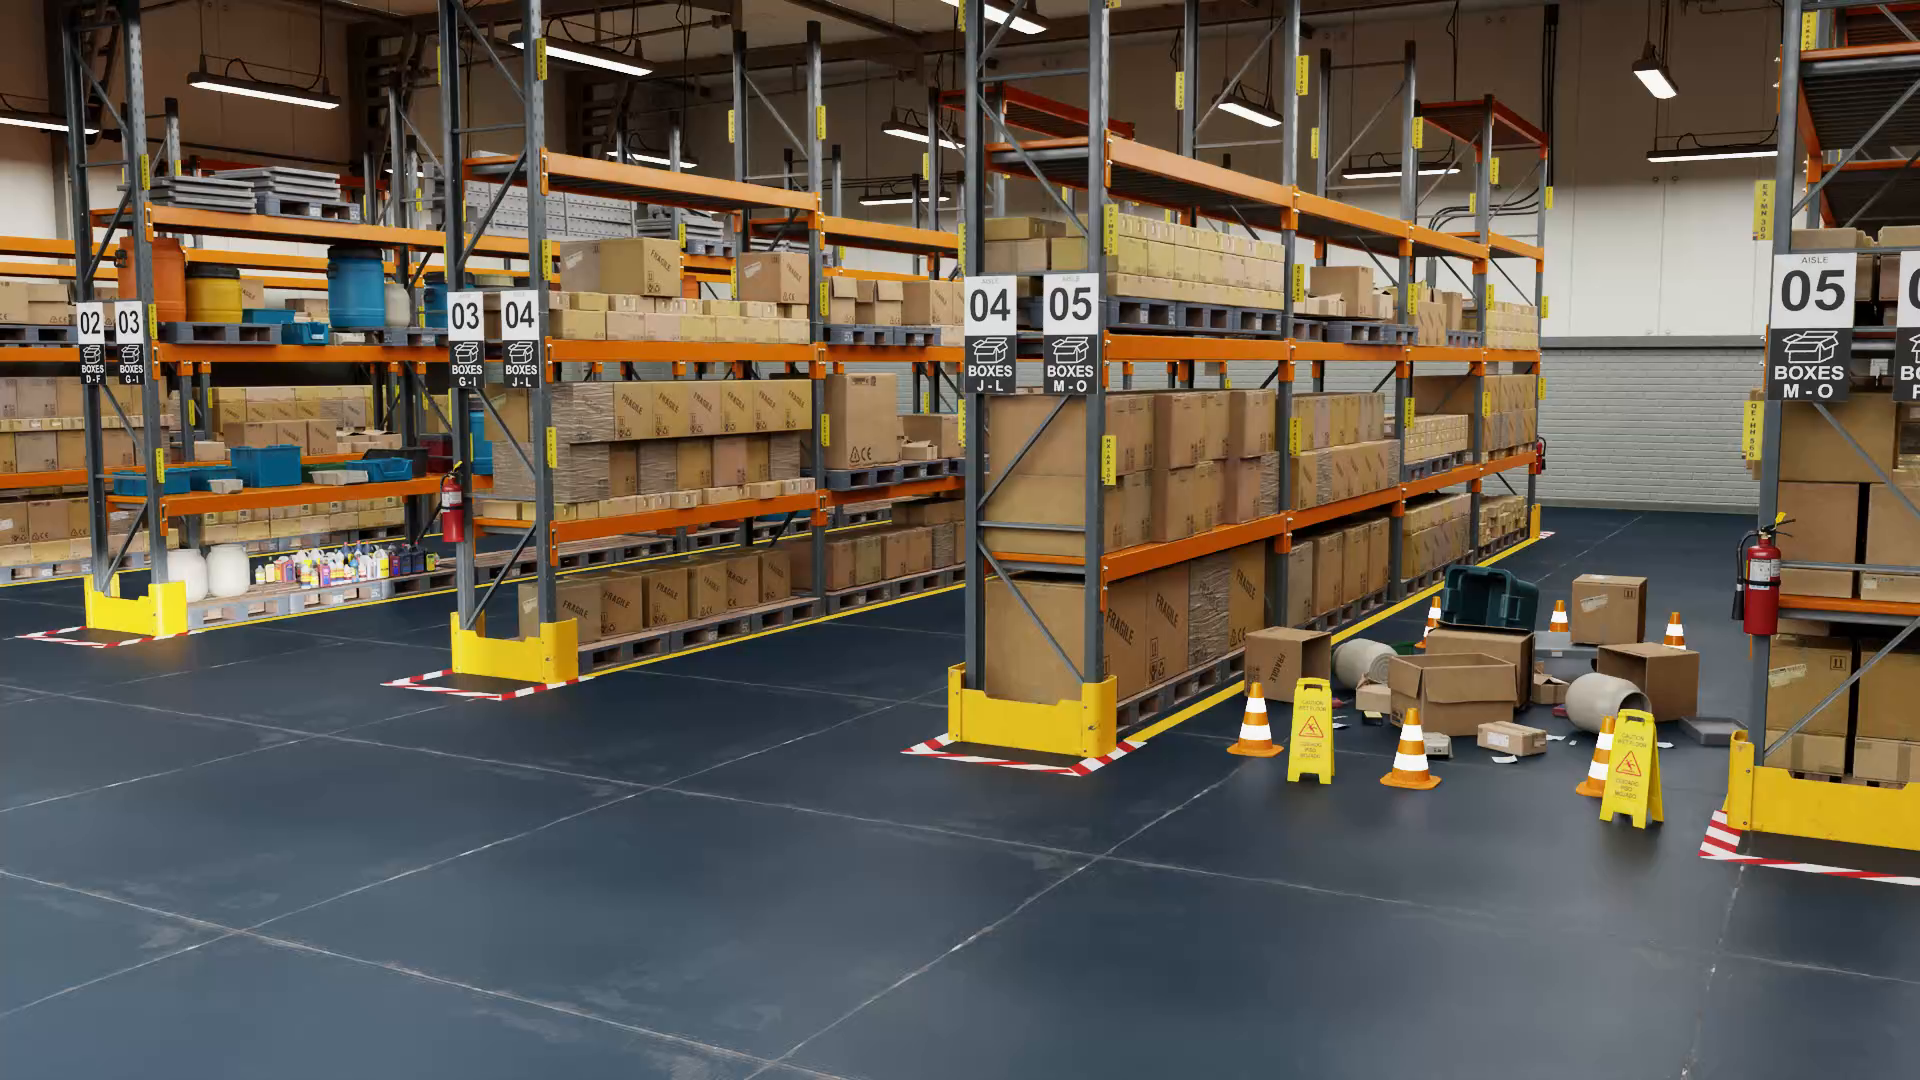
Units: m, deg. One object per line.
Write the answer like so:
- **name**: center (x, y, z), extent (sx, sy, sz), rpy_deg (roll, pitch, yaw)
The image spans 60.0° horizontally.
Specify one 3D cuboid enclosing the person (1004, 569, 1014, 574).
- **person**: center (0.588, 0.123, 17.831), extent (0.501, 1.223, 0.706), rpy_deg (3, 7, 29)
